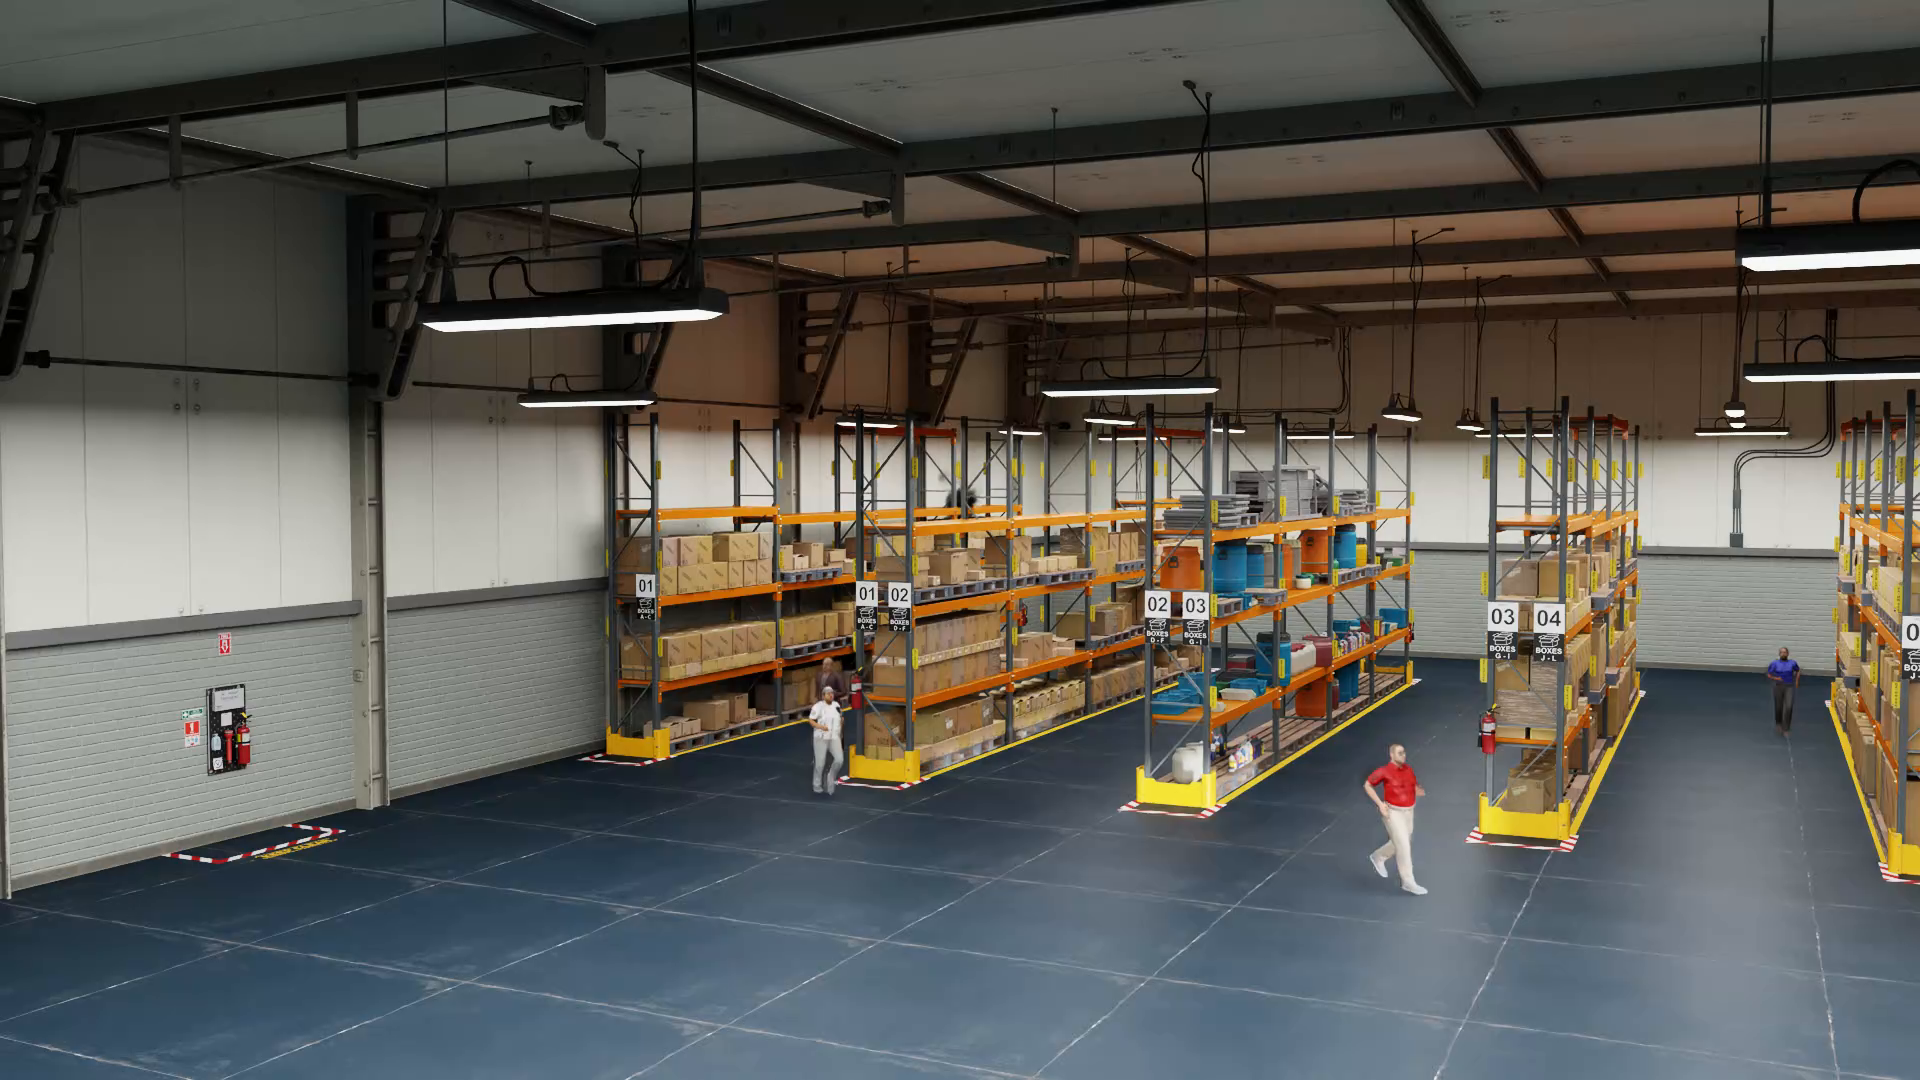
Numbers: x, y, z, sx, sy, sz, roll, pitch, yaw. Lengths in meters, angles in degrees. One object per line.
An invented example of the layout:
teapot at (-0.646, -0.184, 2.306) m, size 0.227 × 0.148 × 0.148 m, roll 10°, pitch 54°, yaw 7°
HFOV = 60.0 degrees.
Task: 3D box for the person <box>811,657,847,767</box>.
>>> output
person at (-2.242, 2.899, 28.325) m, size 0.701 × 1.805 × 0.957 m, roll 1°, pitch 3°, yaw 22°

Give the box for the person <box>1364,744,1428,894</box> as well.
person at (5.223, 3.287, 19.862) m, size 0.668 × 1.703 × 0.983 m, roll -2°, pitch 3°, yaw -34°

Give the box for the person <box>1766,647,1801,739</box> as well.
person at (15.507, 2.862, 31.347) m, size 0.562 × 1.706 × 0.832 m, roll 1°, pitch 3°, yaw 26°

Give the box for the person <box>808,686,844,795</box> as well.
person at (-2.032, 3.104, 25.736) m, size 0.618 × 1.653 × 0.565 m, roll -1°, pitch 3°, yaw -24°
